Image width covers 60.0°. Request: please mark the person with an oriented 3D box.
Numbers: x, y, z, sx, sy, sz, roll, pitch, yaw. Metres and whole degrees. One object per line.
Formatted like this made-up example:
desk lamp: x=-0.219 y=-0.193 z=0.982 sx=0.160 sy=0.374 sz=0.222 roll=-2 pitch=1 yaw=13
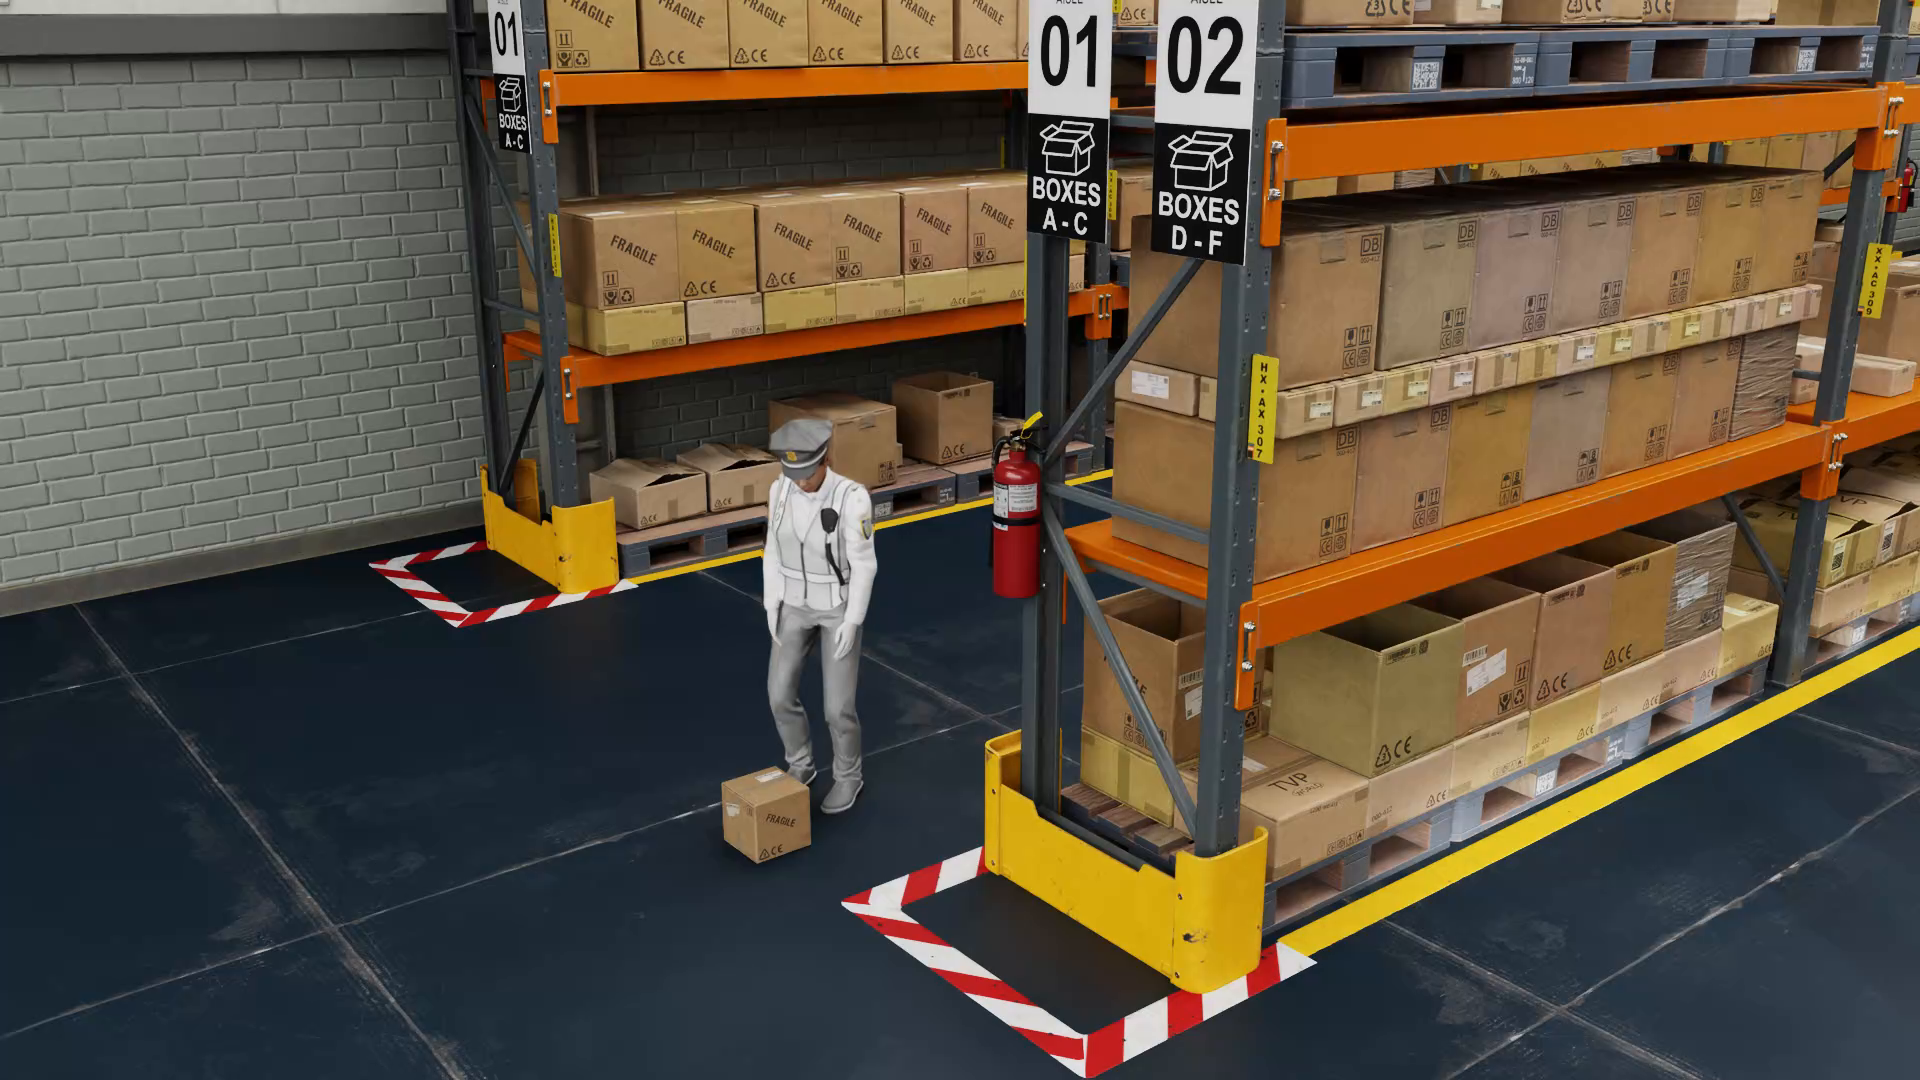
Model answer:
person: x=-0.567 y=0.303 z=6.691 sx=0.500 sy=1.626 sz=0.446 roll=8 pitch=19 yaw=23
